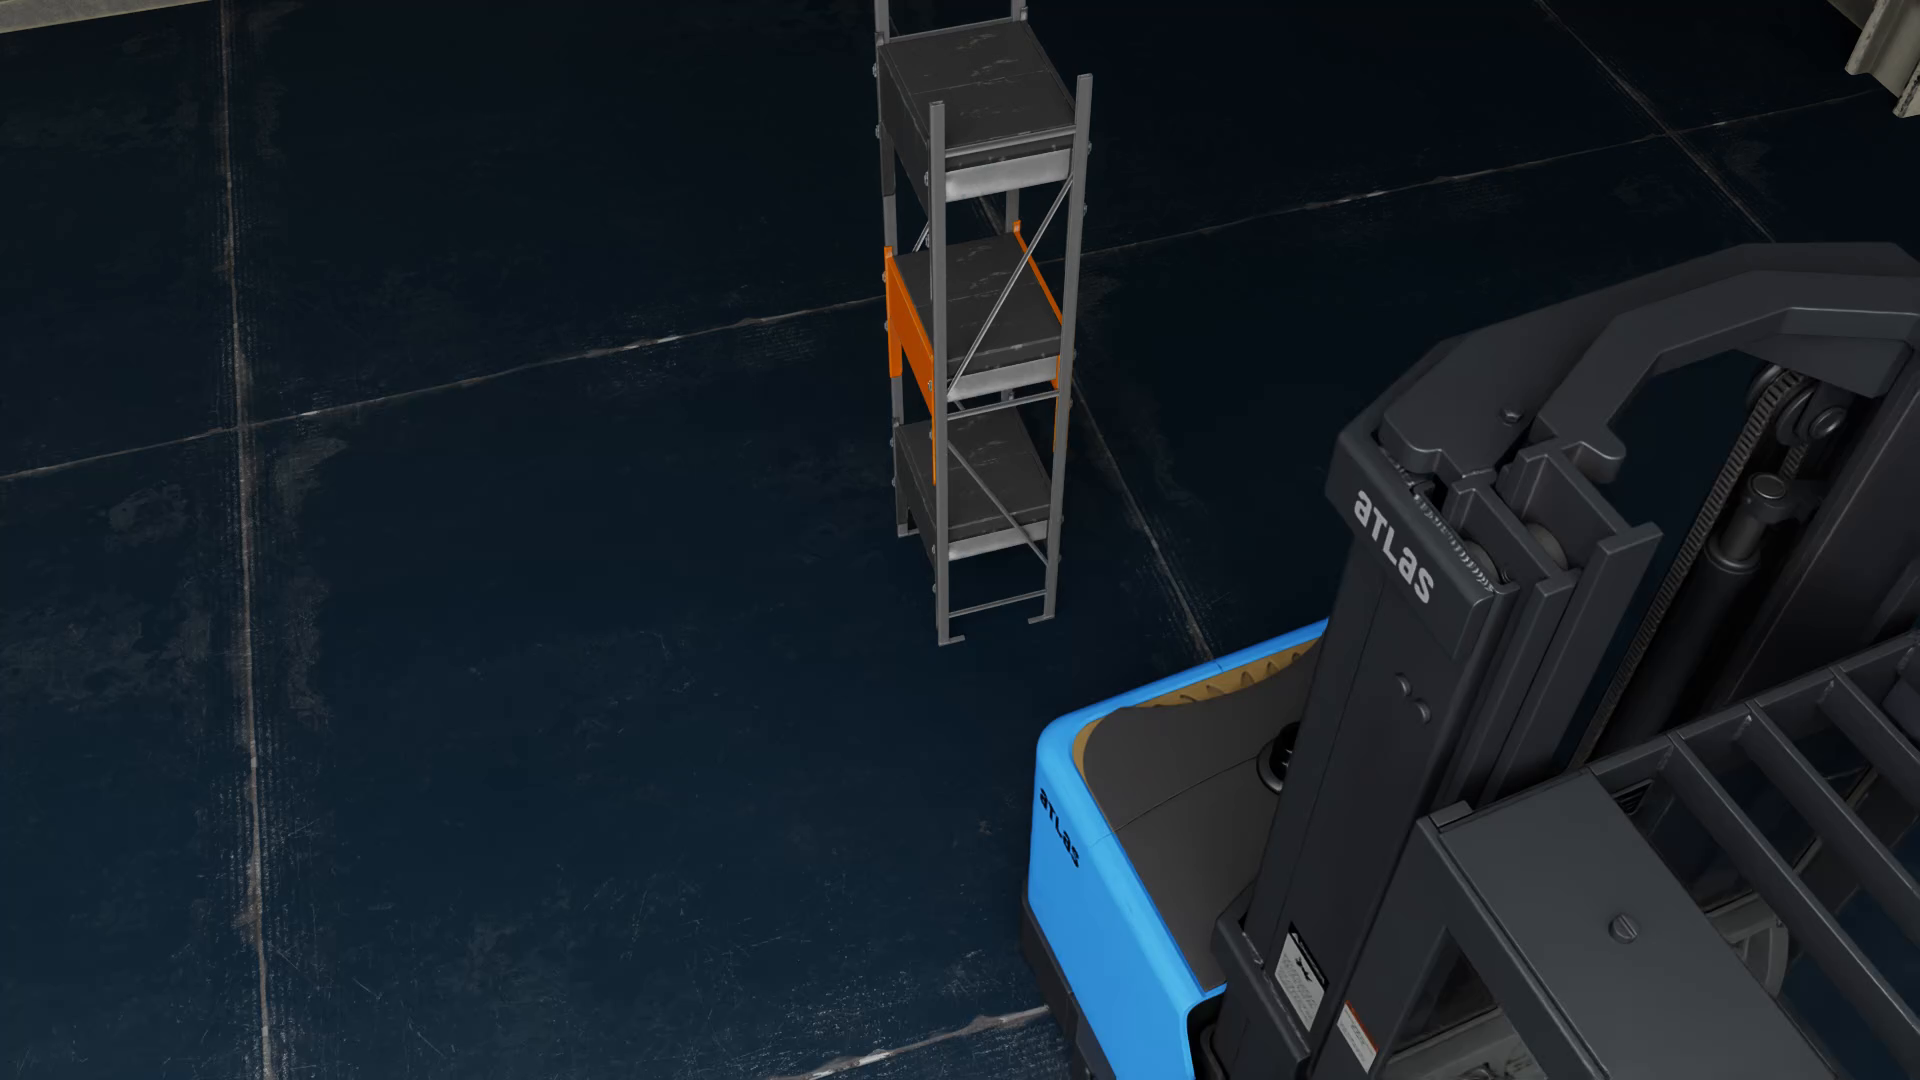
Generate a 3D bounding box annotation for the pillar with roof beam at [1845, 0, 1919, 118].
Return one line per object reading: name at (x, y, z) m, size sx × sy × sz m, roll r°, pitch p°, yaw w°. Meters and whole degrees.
pillar with roof beam at (0.109, -3.962, 3.205) m, size 9.100 × 9.000 × 0.400 m, roll -13°, pitch 51°, yaw -11°

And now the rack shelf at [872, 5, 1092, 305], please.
rack shelf at (0.049, -0.998, 4.321) m, size 0.431 × 0.518 × 0.480 m, roll -13°, pitch 51°, yaw -11°

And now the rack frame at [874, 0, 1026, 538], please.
rack frame at (-0.023, -0.734, 4.996) m, size 0.400 × 2.100 × 0.015 m, roll -13°, pitch 51°, yaw -11°

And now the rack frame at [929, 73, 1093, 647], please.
rack frame at (0.121, -0.378, 4.695) m, size 0.400 × 2.100 × 0.015 m, roll -13°, pitch 51°, yaw -11°

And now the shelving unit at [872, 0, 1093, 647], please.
shelving unit at (0.049, -0.556, 4.845) m, size 0.431 × 2.100 × 0.503 m, roll -13°, pitch 51°, yaw -11°

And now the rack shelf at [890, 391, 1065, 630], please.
rack shelf at (0.049, -0.096, 5.391) m, size 0.431 × 0.518 × 0.480 m, roll -13°, pitch 51°, yaw -11°

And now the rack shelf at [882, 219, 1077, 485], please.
rack shelf at (0.049, -0.547, 4.856) m, size 0.431 × 0.518 × 0.480 m, roll -13°, pitch 51°, yaw -11°

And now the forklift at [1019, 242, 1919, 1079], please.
forklift at (1.218, 1.079, 2.923) m, size 1.130 × 2.935 × 3.031 m, roll -18°, pitch 52°, yaw -15°
